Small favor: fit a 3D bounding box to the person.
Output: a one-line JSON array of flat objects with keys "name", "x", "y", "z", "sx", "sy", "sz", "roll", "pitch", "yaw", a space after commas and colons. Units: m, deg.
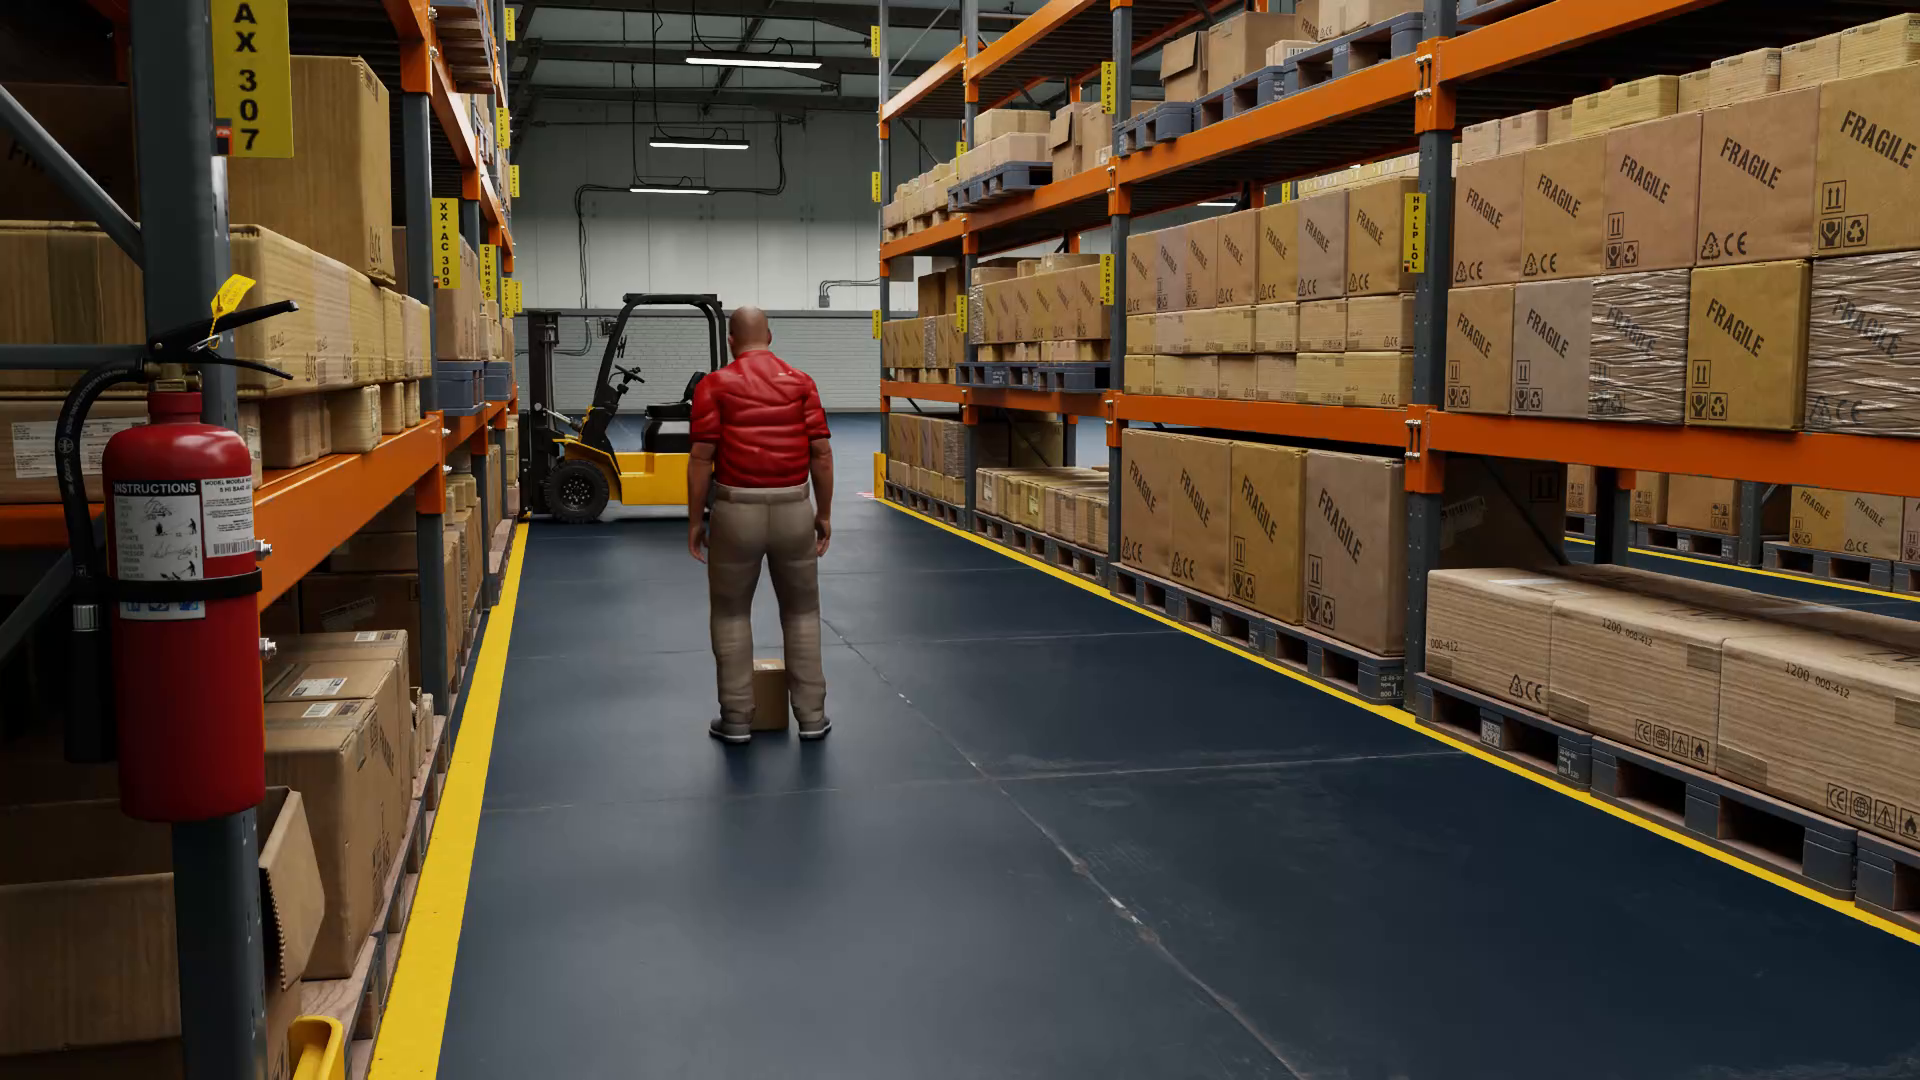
[{"name": "person", "x": -0.792, "y": -0.064, "z": 6.620, "sx": 0.597, "sy": 1.725, "sz": 0.401, "roll": -2, "pitch": 6, "yaw": -17}]
